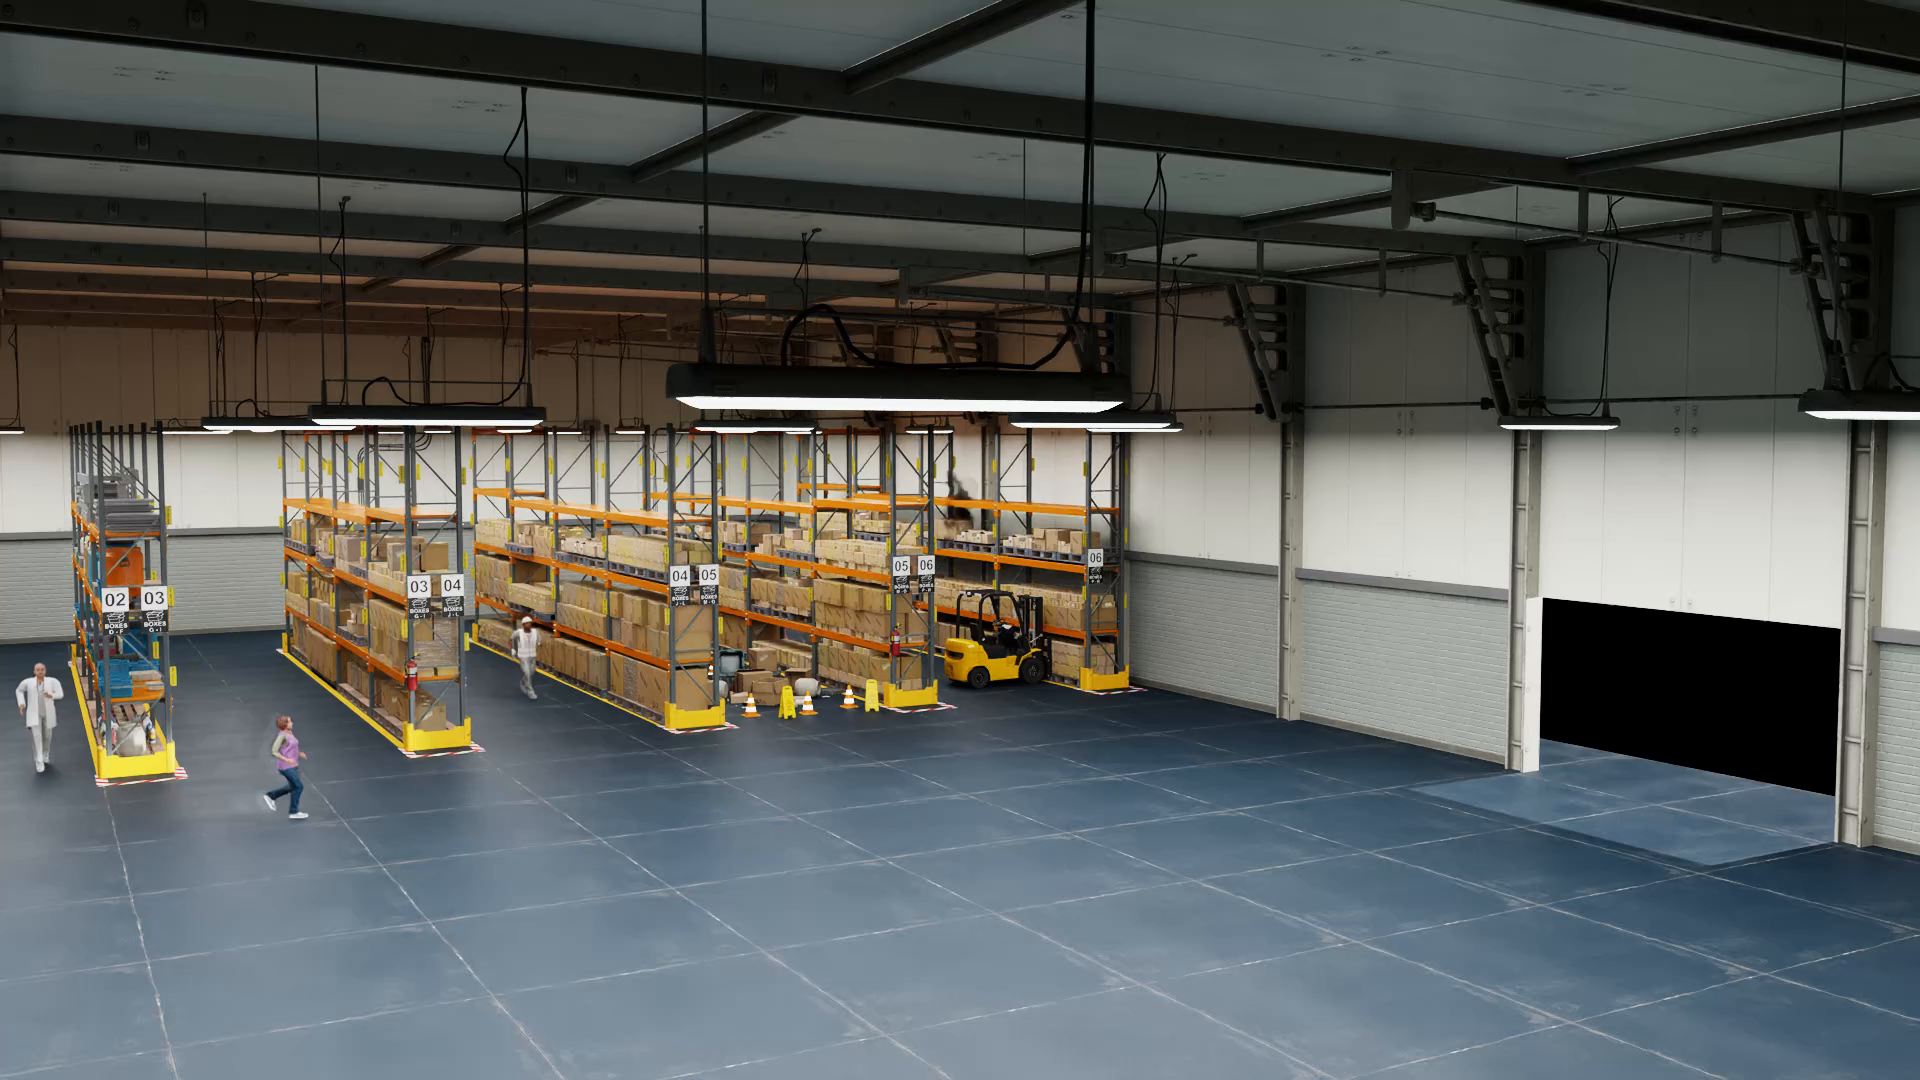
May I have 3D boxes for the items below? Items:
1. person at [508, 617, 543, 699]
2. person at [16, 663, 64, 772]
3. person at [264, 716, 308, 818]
[{"bbox_3d":[-9.486,2.555,36.424,0.686,1.763,0.979,-3,5,-38],"label":"person"},{"bbox_3d":[-15.894,3.034,28.767,0.686,1.810,0.987,-3,4,-36],"label":"person"},{"bbox_3d":[-10.124,3.412,24.912,0.666,1.535,0.541,0,4,-5],"label":"person"}]
